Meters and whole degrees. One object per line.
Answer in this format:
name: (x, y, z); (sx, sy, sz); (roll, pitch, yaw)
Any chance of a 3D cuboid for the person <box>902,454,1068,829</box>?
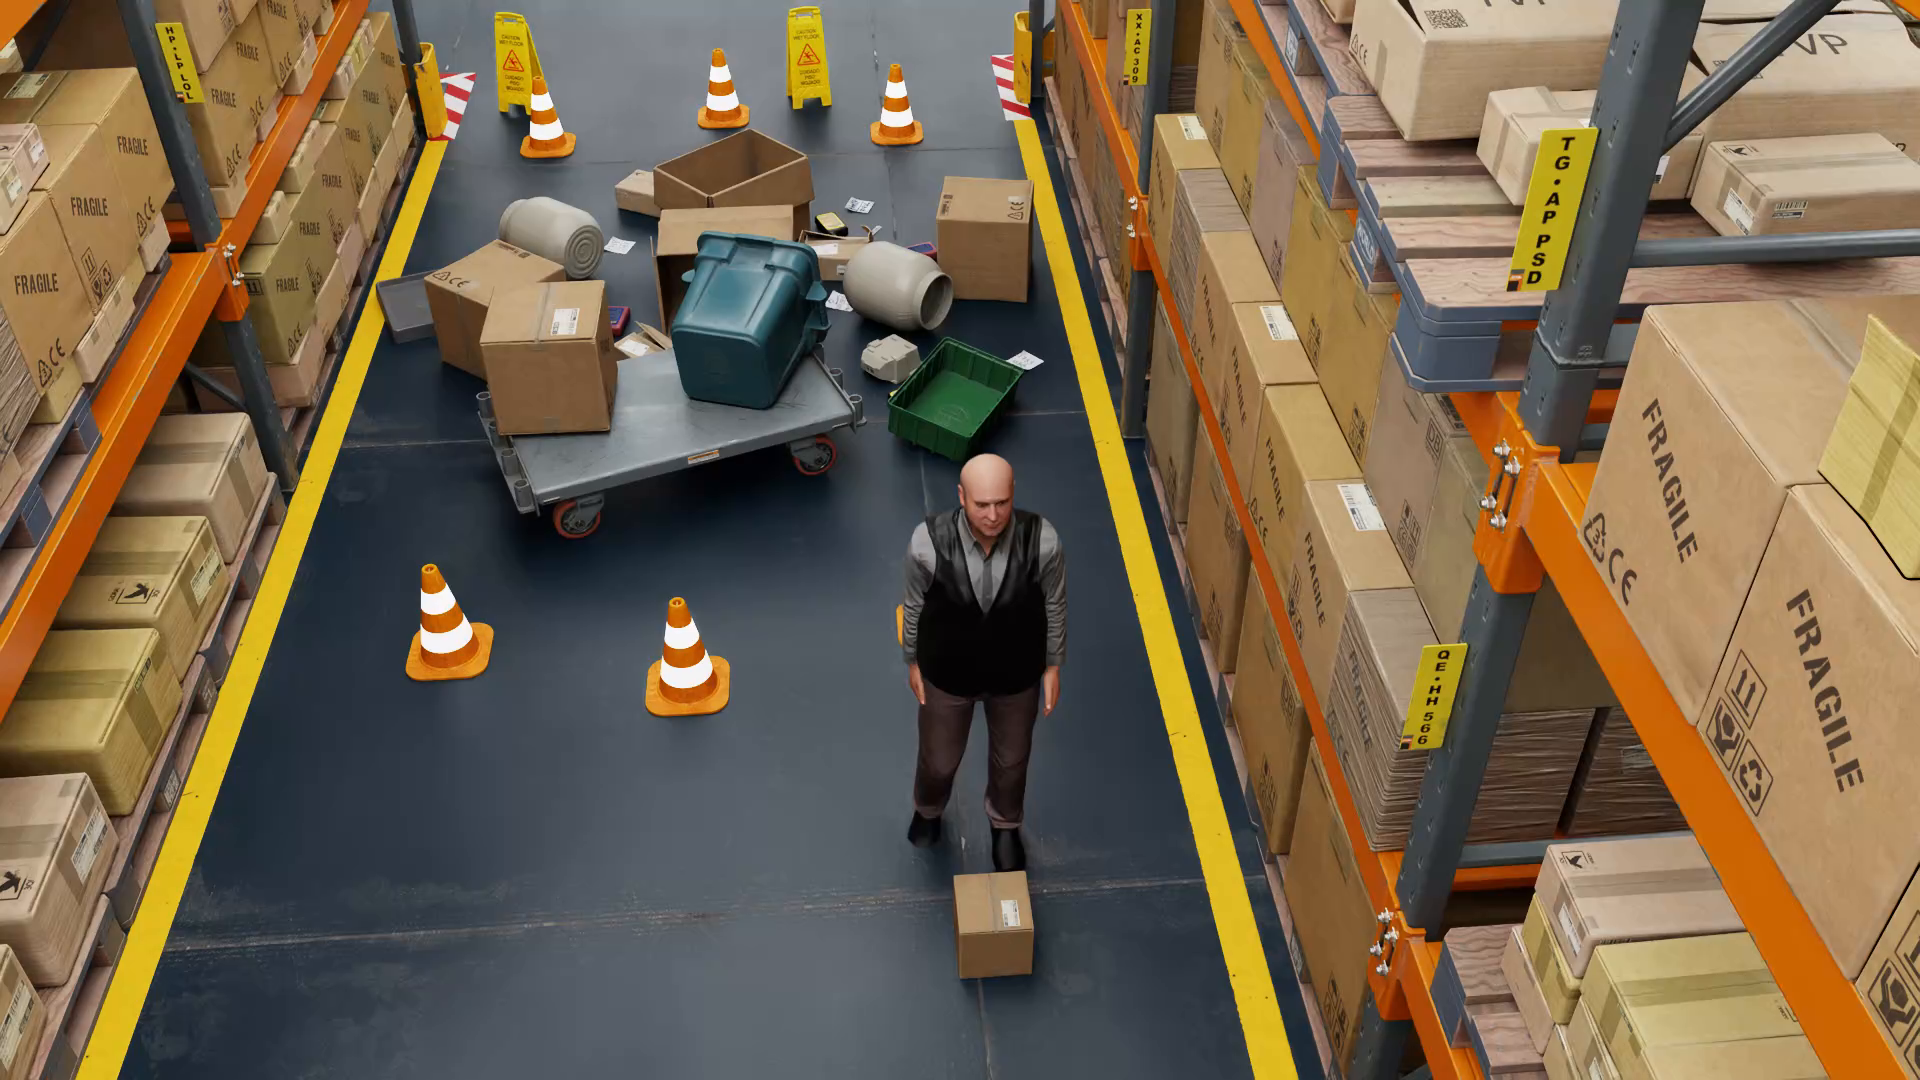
person: (0.081, 0.412, 5.615); (0.548, 1.672, 0.385); (-3, 39, -3)
